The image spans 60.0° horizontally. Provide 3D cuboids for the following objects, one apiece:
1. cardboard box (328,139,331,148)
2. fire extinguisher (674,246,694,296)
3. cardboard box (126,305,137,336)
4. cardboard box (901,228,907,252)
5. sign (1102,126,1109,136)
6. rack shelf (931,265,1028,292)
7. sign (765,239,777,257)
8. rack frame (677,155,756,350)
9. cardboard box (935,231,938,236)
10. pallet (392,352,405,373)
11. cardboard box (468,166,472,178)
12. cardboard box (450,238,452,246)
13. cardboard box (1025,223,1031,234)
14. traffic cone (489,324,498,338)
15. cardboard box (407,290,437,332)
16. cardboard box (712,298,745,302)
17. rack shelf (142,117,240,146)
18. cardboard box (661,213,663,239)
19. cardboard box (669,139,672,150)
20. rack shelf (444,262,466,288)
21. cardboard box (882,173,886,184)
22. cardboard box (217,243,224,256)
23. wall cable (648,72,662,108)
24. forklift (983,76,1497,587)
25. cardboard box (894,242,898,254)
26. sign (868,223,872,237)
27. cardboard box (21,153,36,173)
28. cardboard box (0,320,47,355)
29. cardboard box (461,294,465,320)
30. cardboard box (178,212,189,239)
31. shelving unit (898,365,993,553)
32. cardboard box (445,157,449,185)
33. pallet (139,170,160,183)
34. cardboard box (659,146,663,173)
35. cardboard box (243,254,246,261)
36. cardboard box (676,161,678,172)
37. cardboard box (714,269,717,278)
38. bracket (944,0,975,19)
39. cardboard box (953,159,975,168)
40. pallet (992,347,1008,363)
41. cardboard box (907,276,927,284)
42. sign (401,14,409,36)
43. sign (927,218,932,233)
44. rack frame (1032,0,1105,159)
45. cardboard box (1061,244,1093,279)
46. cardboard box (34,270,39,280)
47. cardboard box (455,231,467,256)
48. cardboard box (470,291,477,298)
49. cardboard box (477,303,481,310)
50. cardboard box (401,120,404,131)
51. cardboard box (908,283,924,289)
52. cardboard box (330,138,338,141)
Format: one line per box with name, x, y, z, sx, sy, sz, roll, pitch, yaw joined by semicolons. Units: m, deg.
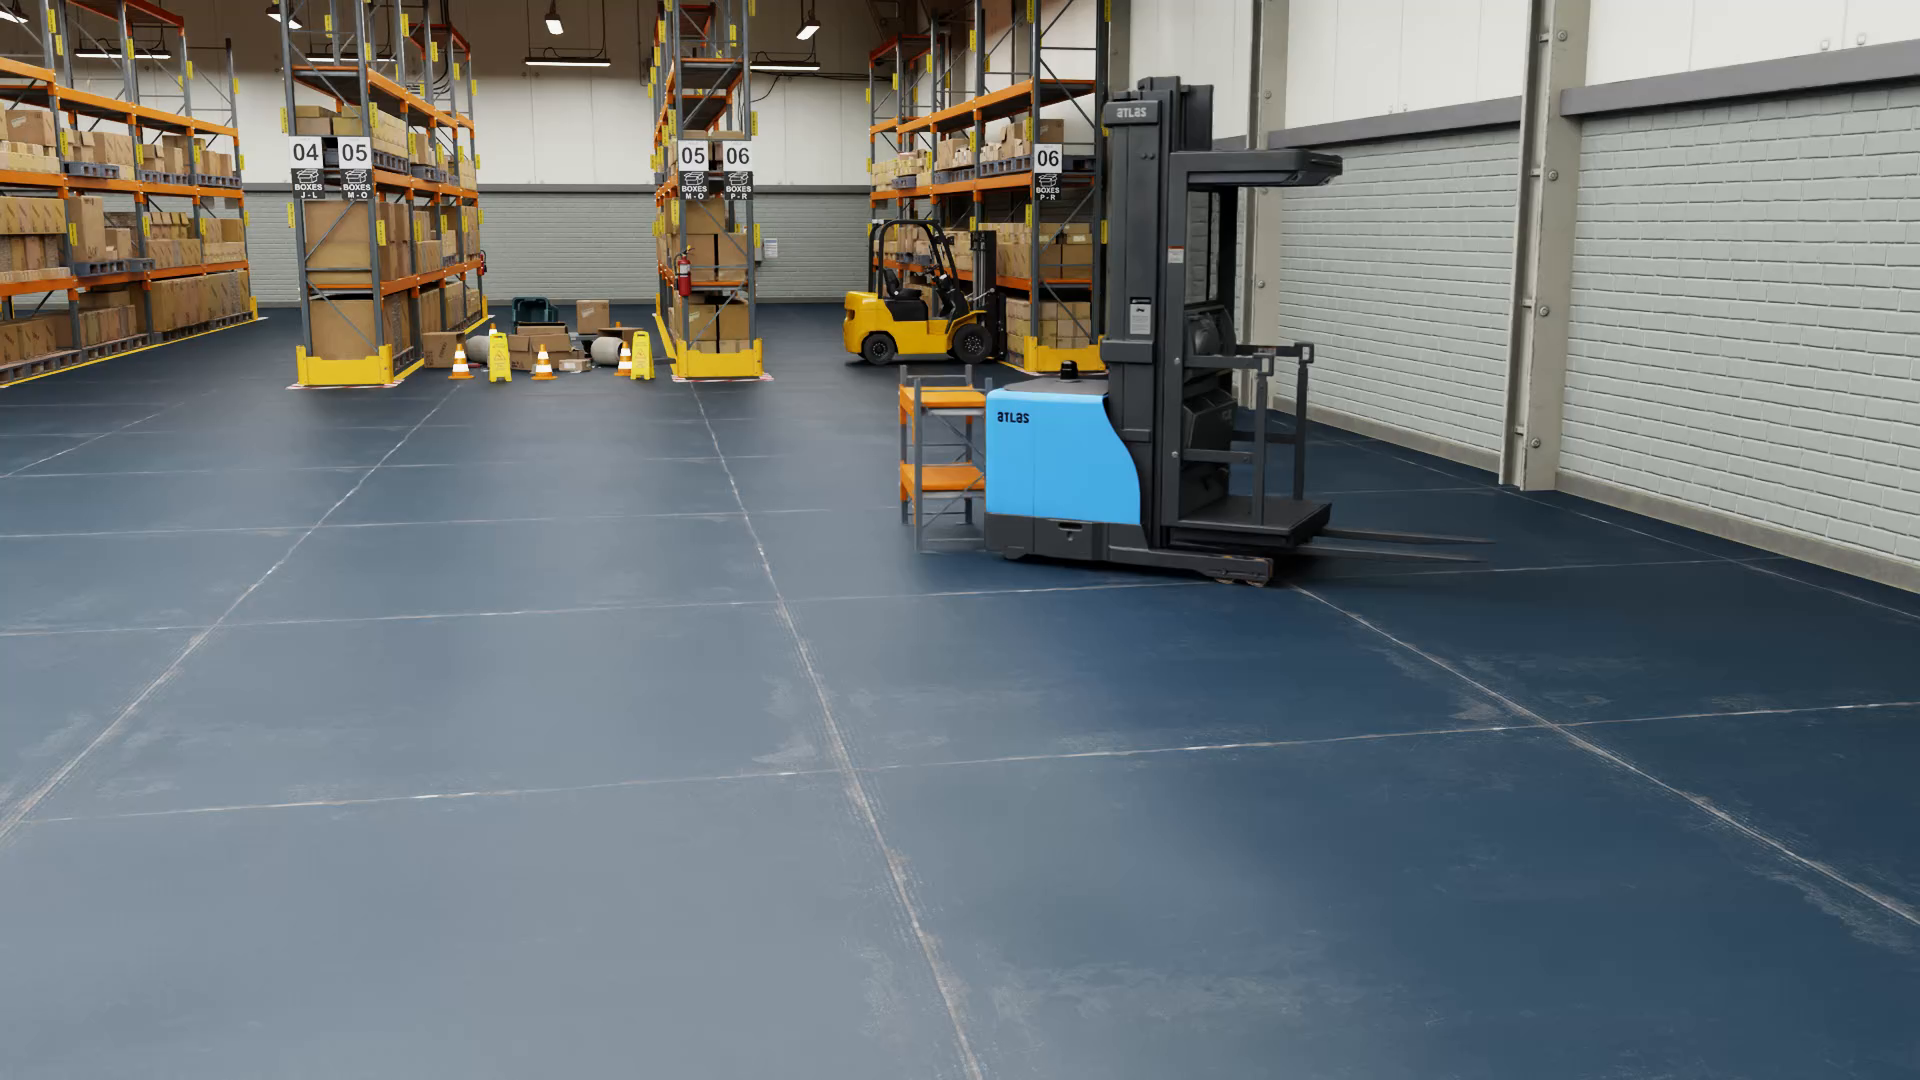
cardboard box;-8.679;-5.316;22.363;0.380;0.149;0.250;-2;11;-10
fire extinguisher;-3.777;-3.691;22.775;0.296;0.674;0.183;-2;11;-11
cardboard box;-14.474;-3.740;28.332;0.700;0.500;0.500;-3;11;-14
cardboard box;-0.837;-6.213;34.425;0.700;0.500;0.500;-2;11;-10
sign;2.067;-5.909;23.649;0.100;0.325;0.005;-2;11;-11
rack shelf;0.354;-4.695;29.767;1.077;0.370;4.000;-2;11;-11
sign;-5.045;-7.794;44.376;0.329;0.494;0.001;-2;11;-11
rack frame;-3.347;-3.767;22.966;1.000;3.000;0.127;-2;11;-11
cardboard box;-0.262;-5.714;31.193;0.380;0.149;0.250;-2;11;-9
pallet;-8.649;-2.566;24.112;1.003;0.211;1.213;-2;11;-11
cardboard box;-10.758;-7.885;35.645;0.500;0.250;0.500;-2;11;-10
cardboard box;-10.090;-5.789;32.341;0.380;0.149;0.250;-2;11;-13
cardboard box;1.166;-4.564;24.357;0.380;0.149;0.250;-2;11;-11
traffic cone;-7.741;-3.357;27.595;0.336;0.463;0.334;-2;11;-11
cardboard box;-9.535;-3.862;28.357;1.050;0.750;0.750;-2;11;-10
cardboard box;-3.546;-3.439;25.468;0.500;0.500;0.500;-2;11;-8
rack shelf;-15.791;-8.372;34.107;1.077;0.370;4.000;-2;11;-11
cardboard box;-5.656;-6.233;32.979;0.500;0.500;0.500;-2;11;-12
cardboard box;-4.237;-6.028;25.363;0.380;0.149;0.250;-2;11;-11
rack shelf;-10.128;-5.049;31.626;1.077;0.370;4.000;-2;11;-11
cardboard box;-1.443;-8.057;37.086;0.500;0.250;0.500;-2;11;-12
cardboard box;-15.434;-5.962;34.103;0.500;0.250;0.500;-2;11;-10
wall cable;-7.842;-10.682;43.250;0.463;3.000;0.029;-2;11;-11
forklift;1.708;-1.278;10.073;3.031;2.935;1.130;5;12;24
cardboard box;-1.151;-6.306;35.911;0.500;0.250;0.500;-2;11;-10
sign;-2.123;-7.288;39.151;0.100;0.325;0.005;-2;11;-11
cardboard box;-13.305;-5.277;23.276;0.500;0.250;0.500;-2;11;-11
cardboard box;-13.688;-2.939;24.178;0.500;0.500;0.500;1;11;7
cardboard box;-10.126;-4.621;33.015;0.500;0.500;0.500;-2;11;-12
cardboard box;-15.269;-6.033;31.919;0.797;0.503;0.637;-2;11;-12
shelving unit;-0.104;-0.571;11.186;0.538;1.125;1.048;-1;11;-7
cardboard box;-9.795;-6.856;30.904;0.500;0.500;0.500;-2;11;-11
pallet;-14.801;-6.371;29.129;1.213;0.211;1.003;-2;11;-8
cardboard box;-5.282;-7.138;31.263;0.700;0.500;0.500;-3;11;-14
cardboard box;-15.787;-6.164;36.233;0.380;0.149;0.250;-2;11;-10
cardboard box;-3.771;-5.217;23.233;0.380;0.149;0.250;-2;11;-11
cardboard box;-3.443;-3.952;24.607;0.380;0.149;0.250;-2;11;-9
bracket;0.173;-10.460;32.460;0.076;0.066;4.783;-2;11;-11
cardboard box;0.081;-6.620;29.211;0.380;0.149;0.250;-2;11;-12
pallet;1.097;-2.940;26.081;1.003;0.211;1.213;-2;11;-11
cardboard box;-0.906;-5.471;34.949;0.380;0.149;0.250;-3;11;-14
sign;-8.412;-7.802;25.197;0.100;0.325;0.005;-2;11;-11
sign;-0.565;-5.924;31.413;0.100;0.325;0.005;-2;11;-11
rack frame;1.521;-6.895;23.357;1.000;3.000;0.127;-2;11;-11
cardboard box;1.697;-4.098;24.439;0.500;0.500;0.500;-2;11;-9
cardboard box;-13.321;-3.757;23.585;0.380;0.149;0.250;-2;11;-11
cardboard box;-10.366;-6.065;33.974;0.500;0.500;0.500;-2;11;-12
cardboard box;-10.681;-5.325;36.062;0.380;0.149;0.250;-2;11;-9
cardboard box;-10.838;-5.176;36.872;0.380;0.149;0.250;-2;11;-9
cardboard box;-8.528;-6.198;24.862;0.380;0.149;0.250;-2;11;-11
cardboard box;-0.874;-5.323;34.966;0.380;0.149;0.250;-2;11;-13
cardboard box;-8.649;-5.541;22.480;0.500;0.250;0.500;-2;11;-11
